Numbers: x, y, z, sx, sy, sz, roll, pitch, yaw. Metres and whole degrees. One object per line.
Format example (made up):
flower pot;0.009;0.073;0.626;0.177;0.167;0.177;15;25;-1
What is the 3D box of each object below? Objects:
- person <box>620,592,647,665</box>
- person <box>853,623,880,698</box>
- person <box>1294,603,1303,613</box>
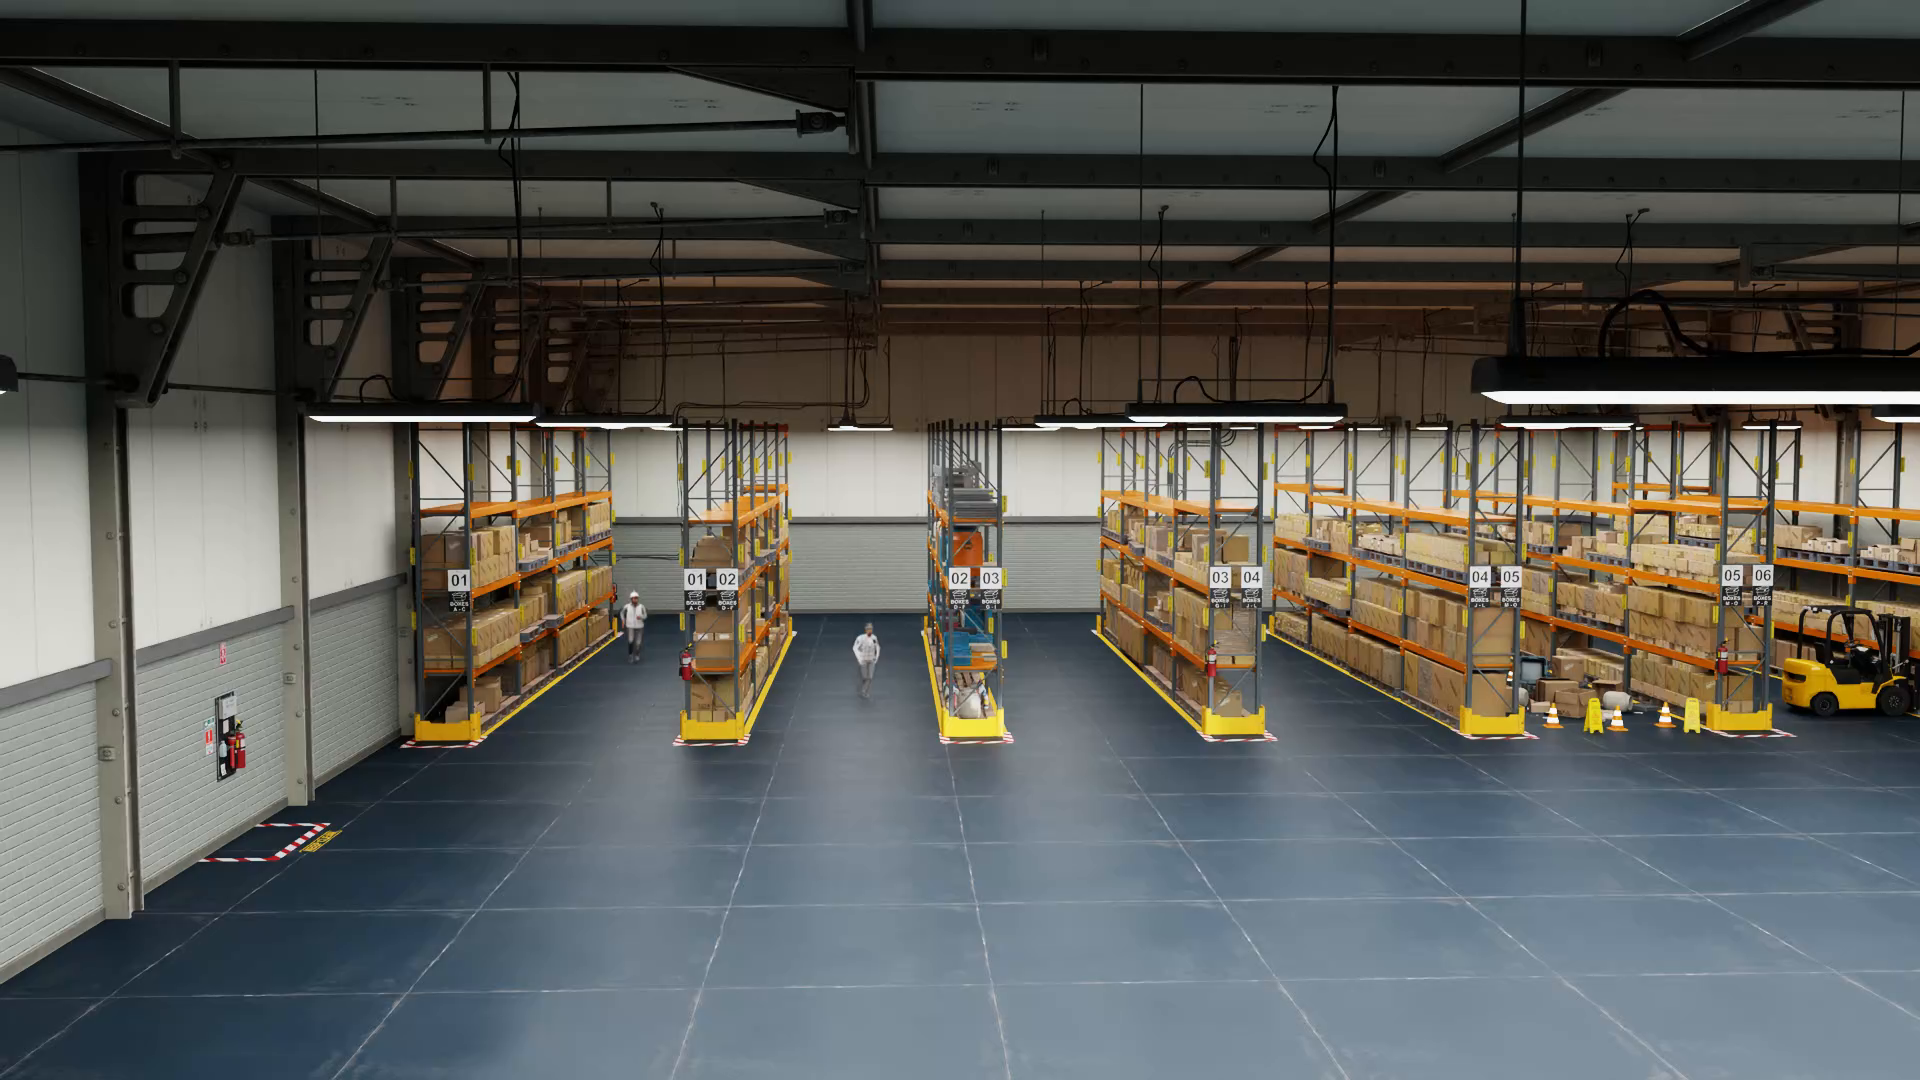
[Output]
person;-8.105;2.196;41.358;0.652;1.800;0.724;-1;4;-13
person;-2.040;2.597;36.229;0.617;1.633;0.521;-1;4;-18
person;10.061;1.799;48.666;0.601;1.659;0.628;1;4;10
